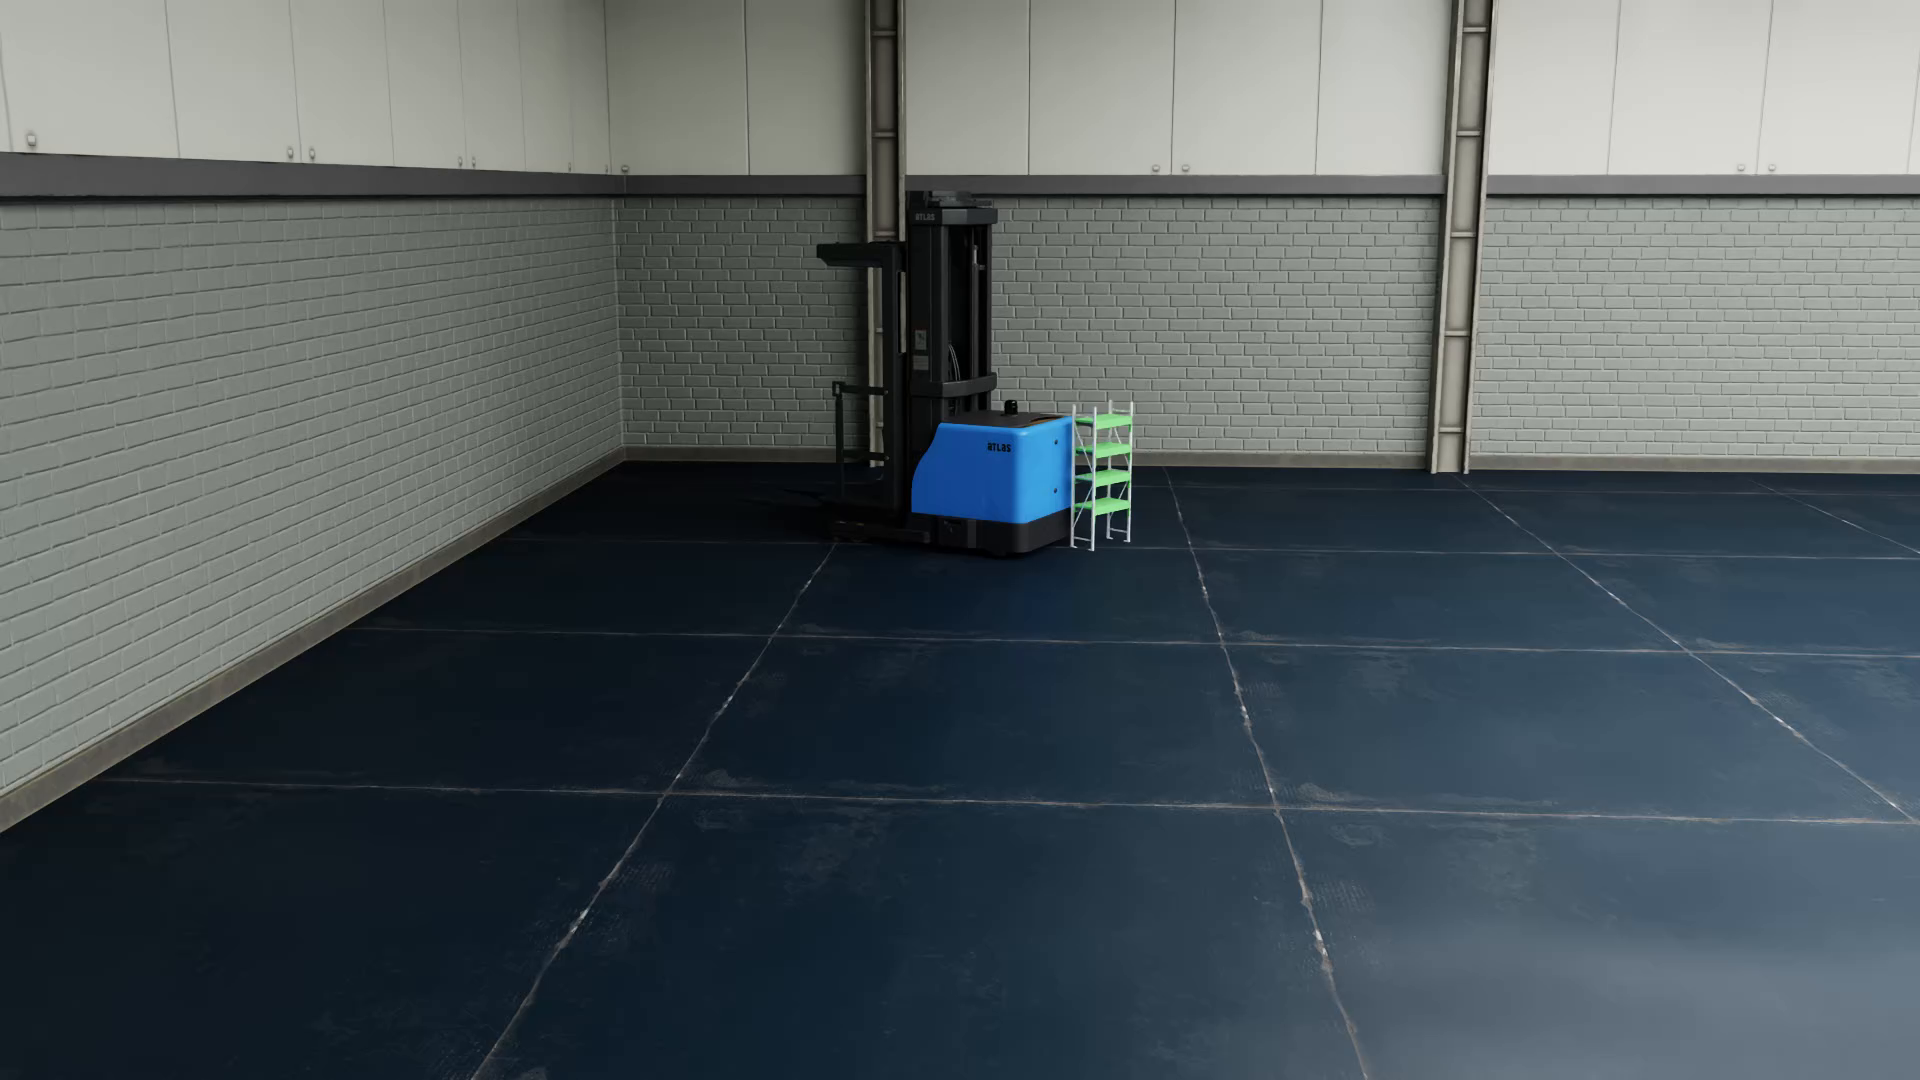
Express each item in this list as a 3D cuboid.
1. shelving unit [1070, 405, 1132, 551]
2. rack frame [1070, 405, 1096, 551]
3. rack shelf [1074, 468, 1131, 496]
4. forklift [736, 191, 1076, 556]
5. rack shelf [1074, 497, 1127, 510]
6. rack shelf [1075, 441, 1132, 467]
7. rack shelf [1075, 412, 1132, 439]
[{"bbox_3d":[1.185,-0.550,13.965,0.258,1.200,0.492,11,16,42],"label":"shelving unit"},{"bbox_3d":[1.023,-0.514,13.794,0.240,1.200,0.015,11,16,42],"label":"rack frame"},{"bbox_3d":[1.189,-0.488,13.982,0.258,0.148,0.480,11,16,42],"label":"rack shelf"},{"bbox_3d":[-0.545,-1.499,14.273,3.031,2.935,1.130,7,14,29],"label":"forklift"},{"bbox_3d":[1.189,-0.305,14.020,0.221,0.021,0.457,11,16,42],"label":"rack shelf"},{"bbox_3d":[1.189,-0.723,13.933,0.258,0.148,0.480,11,16,42],"label":"rack shelf"},{"bbox_3d":[1.190,-0.958,13.883,0.258,0.148,0.480,11,16,42],"label":"rack shelf"}]
